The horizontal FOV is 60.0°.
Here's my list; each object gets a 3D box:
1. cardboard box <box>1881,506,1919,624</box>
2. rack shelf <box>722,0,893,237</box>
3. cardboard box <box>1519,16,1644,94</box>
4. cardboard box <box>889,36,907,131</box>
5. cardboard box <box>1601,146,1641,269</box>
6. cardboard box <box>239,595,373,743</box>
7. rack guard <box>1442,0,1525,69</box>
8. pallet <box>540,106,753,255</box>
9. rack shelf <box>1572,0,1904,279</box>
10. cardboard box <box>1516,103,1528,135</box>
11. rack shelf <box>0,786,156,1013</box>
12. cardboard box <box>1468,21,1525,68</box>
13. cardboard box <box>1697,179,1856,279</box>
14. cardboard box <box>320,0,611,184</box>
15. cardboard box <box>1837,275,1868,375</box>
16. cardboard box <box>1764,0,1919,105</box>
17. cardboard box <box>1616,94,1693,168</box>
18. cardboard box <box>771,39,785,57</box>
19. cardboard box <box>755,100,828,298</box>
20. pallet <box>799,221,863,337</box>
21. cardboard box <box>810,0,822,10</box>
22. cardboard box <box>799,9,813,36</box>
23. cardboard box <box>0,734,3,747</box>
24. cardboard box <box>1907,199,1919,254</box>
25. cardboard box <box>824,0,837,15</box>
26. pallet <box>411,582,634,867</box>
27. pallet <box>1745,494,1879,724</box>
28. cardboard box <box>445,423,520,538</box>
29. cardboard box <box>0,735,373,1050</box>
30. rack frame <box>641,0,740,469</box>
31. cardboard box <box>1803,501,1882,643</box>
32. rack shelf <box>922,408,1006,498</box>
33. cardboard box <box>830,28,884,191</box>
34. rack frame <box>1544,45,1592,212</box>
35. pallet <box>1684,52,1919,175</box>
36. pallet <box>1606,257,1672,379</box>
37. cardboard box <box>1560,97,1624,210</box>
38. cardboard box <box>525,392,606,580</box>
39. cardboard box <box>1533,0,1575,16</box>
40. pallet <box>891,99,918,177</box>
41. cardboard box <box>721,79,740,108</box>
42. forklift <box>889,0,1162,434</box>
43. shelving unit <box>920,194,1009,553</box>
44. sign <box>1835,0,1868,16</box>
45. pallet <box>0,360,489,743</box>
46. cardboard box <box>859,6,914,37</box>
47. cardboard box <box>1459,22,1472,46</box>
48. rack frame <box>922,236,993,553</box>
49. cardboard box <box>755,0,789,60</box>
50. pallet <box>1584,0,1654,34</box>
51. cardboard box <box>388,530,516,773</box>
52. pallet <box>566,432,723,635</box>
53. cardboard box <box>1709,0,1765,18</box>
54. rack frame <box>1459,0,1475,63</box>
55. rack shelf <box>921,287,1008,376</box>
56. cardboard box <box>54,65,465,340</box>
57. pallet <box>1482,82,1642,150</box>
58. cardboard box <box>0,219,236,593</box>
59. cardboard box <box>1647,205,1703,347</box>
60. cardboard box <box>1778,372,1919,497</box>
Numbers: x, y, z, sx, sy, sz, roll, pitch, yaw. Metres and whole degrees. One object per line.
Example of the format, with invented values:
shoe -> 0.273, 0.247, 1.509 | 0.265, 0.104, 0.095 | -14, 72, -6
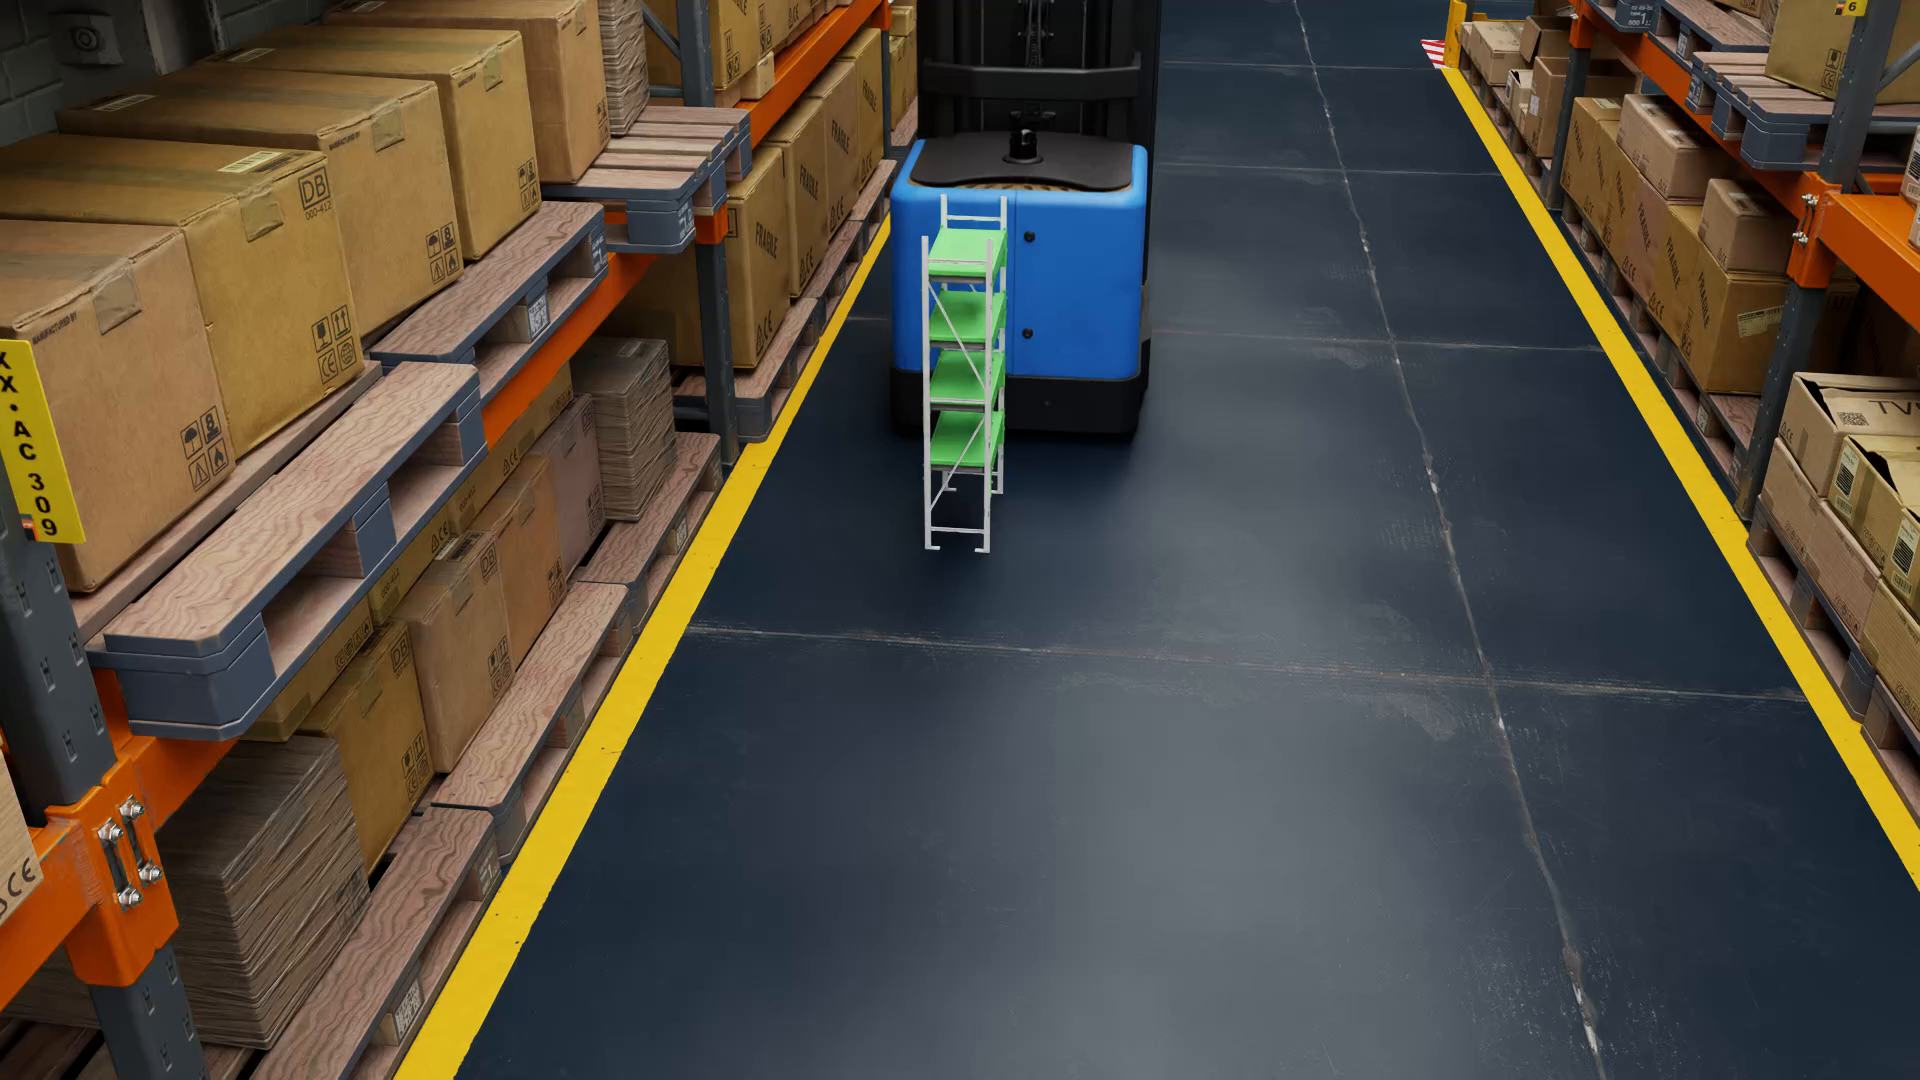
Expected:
cardboard box -> 3.023, 0.111, 4.745 | 0.500, 0.311, 0.500 | 3, 28, 5
rack shelf -> -1.172, -2.295, 8.106 | 1.077, 0.370, 4.000 | 3, 28, 6
cardboard box -> 4.215, -3.247, 11.282 | 0.797, 0.503, 0.637 | 3, 28, 6
cardboard box -> -0.734, -2.984, 10.819 | 0.700, 0.500, 0.500 | 4, 29, 7
cardboard box -> 3.565, -1.660, 8.341 | 0.500, 0.500, 0.500 | 4, 29, 7
cardboard box -> -1.783, 0.234, 4.034 | 0.500, 0.250, 0.500 | 3, 28, 5
rack guard -> 4.470, -4.014, 13.173 | 1.175, 0.500, 0.348 | 3, 28, 6
pallet -> -1.399, -1.244, 5.600 | 1.213, 0.211, 1.003 | 3, 28, 6
rack shelf -> 3.745, -2.009, 7.575 | 1.077, 0.370, 4.000 | 3, 28, 6
cardboard box -> 3.764, -2.671, 10.586 | 0.380, 0.149, 0.250 | 3, 28, 6
rack shelf -> -2.153, 1.470, 1.116 | 1.077, 0.370, 4.000 | 3, 28, 6
cardboard box -> 4.070, -3.658, 12.313 | 0.500, 0.250, 0.500 | 3, 28, 6
cardboard box -> 3.384, -1.288, 6.860 | 0.500, 0.250, 0.500 | 4, 29, 8
cardboard box -> -1.507, -1.422, 5.157 | 0.700, 0.500, 0.500 | 1, 28, 1
cardboard box -> 3.897, -0.922, 6.971 | 0.500, 0.500, 0.500 | 2, 28, 4
cardboard box -> 3.465, -1.916, 6.096 | 0.700, 0.500, 0.500 | -6, 29, -11
cardboard box -> 3.566, -2.006, 8.193 | 0.500, 0.250, 0.500 | 3, 29, 6
cardboard box -> -1.017, -2.318, 7.633 | 0.380, 0.149, 0.250 | 4, 29, 7
cardboard box -> -1.083, -1.660, 7.992 | 0.750, 0.750, 0.750 | 3, 28, 6
pallet -> -1.094, -1.382, 8.593 | 1.003, 0.211, 1.213 | 3, 28, 6
cardboard box -> -0.912, -2.793, 7.832 | 0.500, 0.500, 0.500 | 4, 29, 8
cardboard box -> -0.931, -2.556, 8.076 | 0.380, 0.149, 0.250 | 4, 29, 8
cardboard box -> -1.658, 0.180, 2.100 | 0.500, 0.500, 0.500 | 3, 28, 6
cardboard box -> 3.198, -0.935, 4.918 | 0.500, 0.311, 0.500 | 3, 28, 6
cardboard box -> -0.842, -2.798, 8.524 | 0.380, 0.149, 0.250 | 3, 28, 6
pallet -> -1.667, 0.497, 5.104 | 1.003, 0.211, 1.213 | 3, 28, 6
pallet -> 3.360, 0.228, 5.603 | 1.003, 0.211, 1.213 | 3, 28, 6
cardboard box -> -1.644, -0.245, 4.923 | 0.500, 0.250, 0.500 | 3, 28, 6
cardboard box -> -1.834, 0.772, 3.827 | 0.700, 0.500, 0.500 | 4, 29, 8
rack frame -> -1.417, -1.671, 6.188 | 1.000, 3.000, 0.127 | 3, 28, 6
cardboard box -> 3.083, 0.107, 5.344 | 0.500, 0.250, 0.500 | 3, 28, 5
rack shelf -> 0.020, -0.339, 6.254 | 0.258, 0.148, 0.480 | 3, 28, 6
cardboard box -> -0.878, -2.478, 9.511 | 0.750, 0.750, 0.750 | 4, 29, 7
rack frame -> 3.990, -3.267, 9.152 | 1.000, 3.000, 0.127 | 3, 28, 6
pallet -> 3.513, -1.623, 6.302 | 1.213, 0.211, 1.003 | 3, 28, 6
pallet -> 3.780, -1.079, 8.030 | 1.003, 0.211, 1.213 | 3, 28, 6
cardboard box -> 3.688, -2.147, 9.244 | 0.500, 0.500, 0.500 | 2, 28, 4
cardboard box -> -1.632, -0.186, 5.604 | 0.700, 0.500, 0.500 | 3, 28, 6
cardboard box -> 4.658, -3.973, 12.634 | 0.500, 0.500, 0.500 | 3, 28, 6
pallet -> -0.756, -2.679, 11.000 | 1.003, 0.211, 1.213 | 3, 28, 6
cardboard box -> -1.108, -1.828, 6.725 | 0.380, 0.149, 0.250 | 4, 29, 7
forklift -> 0.376, -2.404, 7.622 | 1.130, 2.935, 3.031 | 3, 28, 5
shelving unit -> 0.020, -0.606, 6.110 | 0.258, 1.200, 0.503 | 3, 28, 6
sign -> 2.960, -1.886, 5.452 | 0.100, 0.325, 0.005 | 3, 28, 6
pallet -> -1.669, -0.055, 3.391 | 1.003, 0.211, 1.213 | 3, 28, 6
cardboard box -> -0.511, -3.420, 10.944 | 0.380, 0.149, 0.250 | 4, 29, 8
cardboard box -> 4.087, -3.912, 12.890 | 0.380, 0.149, 0.250 | 3, 28, 6
rack frame -> -0.010, -0.491, 5.897 | 0.240, 1.200, 0.015 | 3, 28, 6
cardboard box -> -1.030, -2.314, 6.943 | 0.500, 0.500, 0.500 | 4, 29, 8
pallet -> 3.783, -2.813, 8.511 | 1.003, 0.211, 1.213 | 3, 28, 6
cardboard box -> -1.718, 0.288, 4.725 | 0.700, 0.500, 0.500 | 4, 29, 7
pallet -> -1.515, -0.075, 6.167 | 1.003, 0.211, 1.213 | 3, 28, 6
cardboard box -> 3.834, -2.661, 7.478 | 0.700, 0.500, 0.500 | -4, 29, -7
rack frame -> 4.480, -5.150, 12.647 | 1.000, 3.000, 0.127 | 3, 28, 6
rack shelf -> 0.020, -0.761, 6.027 | 0.258, 0.148, 0.480 | 3, 28, 6
cardboard box -> -1.686, -0.837, 4.072 | 0.700, 0.500, 0.500 | 7, 29, 13
pallet -> 4.222, -2.939, 11.482 | 1.003, 0.211, 1.213 | 3, 28, 6
cardboard box -> -1.811, -0.263, 3.006 | 0.700, 0.500, 0.500 | 3, 29, 6
cardboard box -> 3.445, -1.175, 7.440 | 0.500, 0.500, 0.500 | 2, 28, 4
cardboard box -> 3.144, -0.376, 5.651 | 0.500, 0.311, 0.500 | 4, 29, 8
